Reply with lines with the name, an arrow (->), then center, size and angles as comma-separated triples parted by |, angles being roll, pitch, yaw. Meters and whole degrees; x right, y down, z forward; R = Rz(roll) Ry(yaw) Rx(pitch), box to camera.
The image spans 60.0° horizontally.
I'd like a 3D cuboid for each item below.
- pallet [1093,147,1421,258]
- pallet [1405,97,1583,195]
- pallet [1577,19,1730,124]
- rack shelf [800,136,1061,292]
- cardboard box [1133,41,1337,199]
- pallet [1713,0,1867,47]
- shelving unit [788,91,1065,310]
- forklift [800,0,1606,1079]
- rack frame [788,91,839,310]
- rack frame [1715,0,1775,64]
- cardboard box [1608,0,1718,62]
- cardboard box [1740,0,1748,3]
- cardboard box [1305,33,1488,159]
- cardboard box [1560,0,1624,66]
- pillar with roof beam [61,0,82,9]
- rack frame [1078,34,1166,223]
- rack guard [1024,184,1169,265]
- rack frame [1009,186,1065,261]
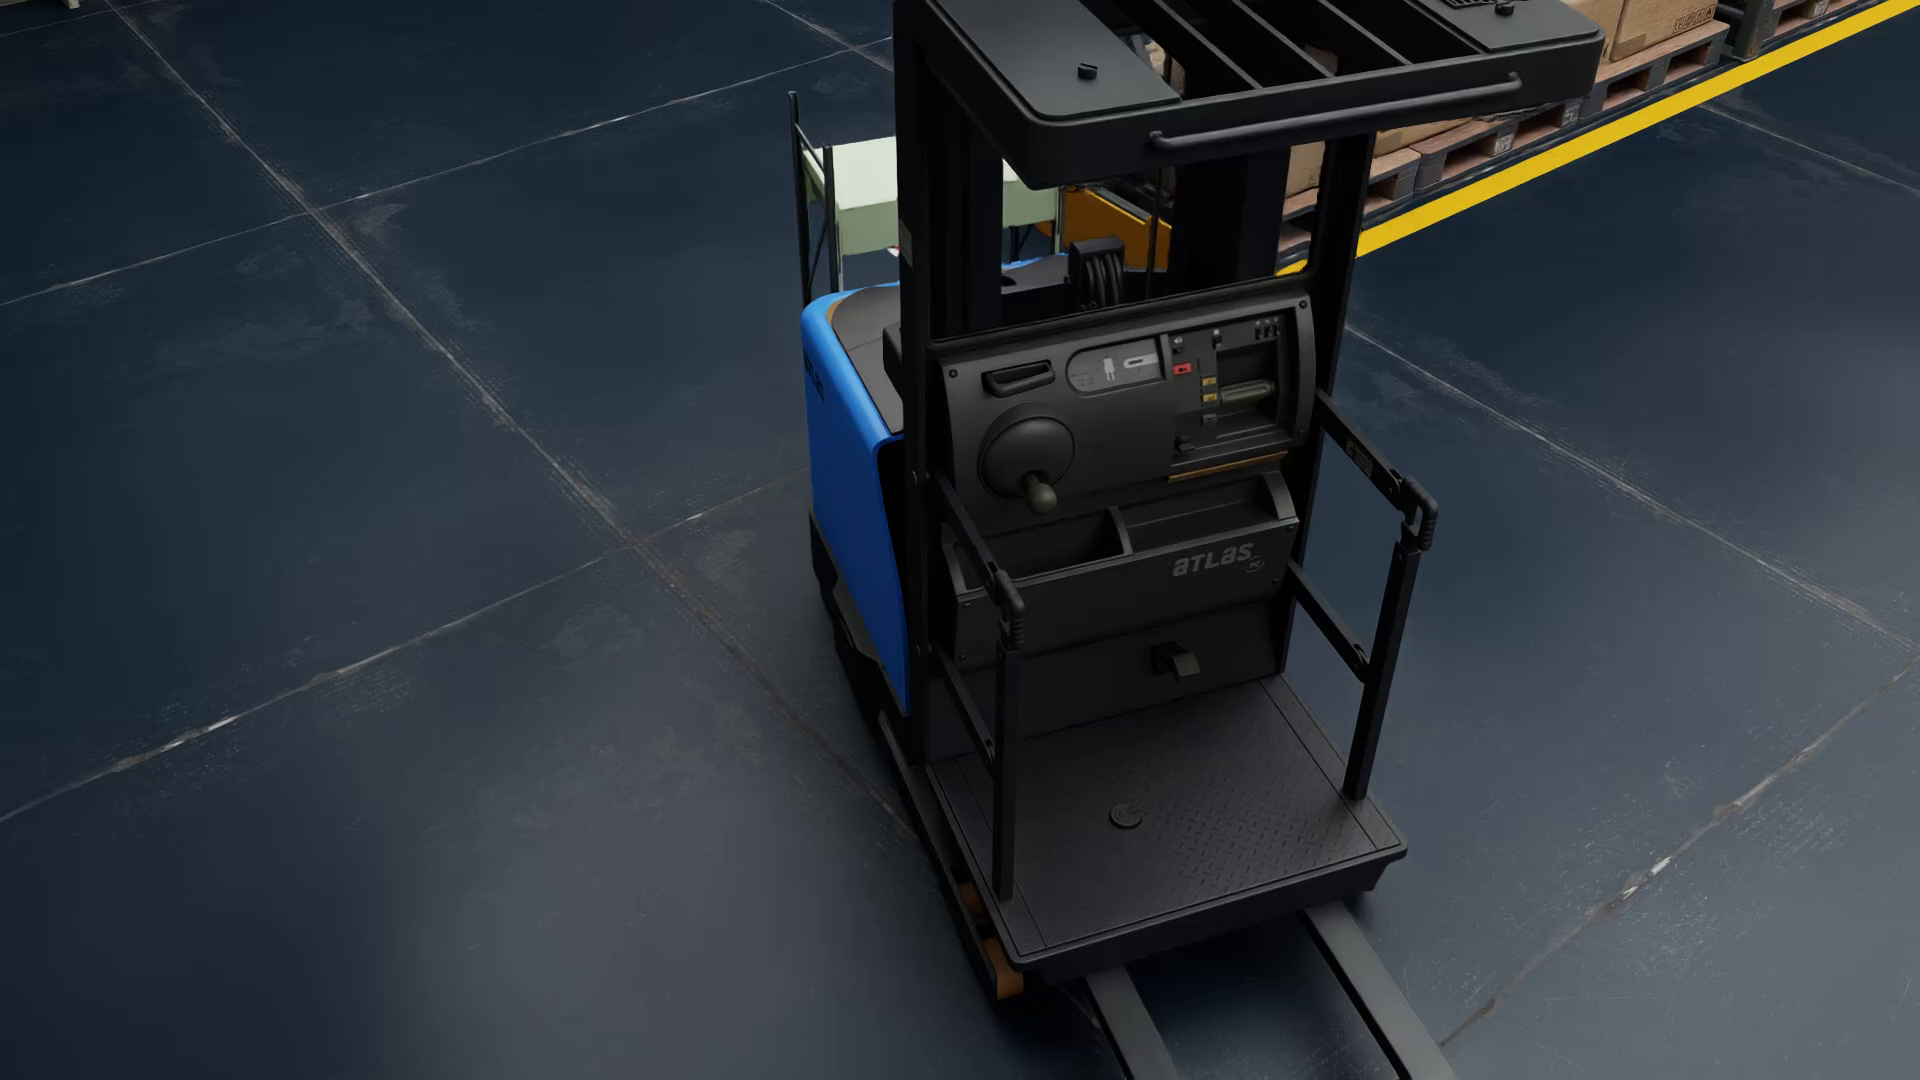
pallet -> 1.323, -1.684, 7.637 | 1.213, 0.211, 1.003 | -26, 46, -28
pallet -> 2.289, -2.153, 8.209 | 1.213, 0.211, 1.003 | -26, 46, -28
pallet -> 3.257, -2.627, 8.787 | 1.213, 0.211, 1.003 | -26, 46, -28
rack shelf -> -0.098, -1.043, 5.224 | 0.720, 0.370, 0.431 | -13, 41, -15
cardboard box -> 1.199, -1.891, 7.380 | 0.875, 0.438, 0.875 | -28, 47, -29
pallet -> 4.474, -3.218, 9.506 | 1.213, 0.211, 1.003 | -26, 46, -28
shelving unit -> -0.098, -0.741, 5.471 | 0.755, 1.500, 0.431 | -13, 41, -15
forklift -> 0.481, -0.244, 3.737 | 1.130, 2.935, 3.031 | -13, 41, -15
rack frame -> -0.442, -0.662, 5.374 | 0.023, 1.500, 0.400 | -13, 41, -15
rack frame -> 3.908, -3.960, 8.212 | 0.127, 3.000, 1.000 | -26, 46, -28
cardboard box -> 3.345, -2.943, 8.662 | 0.875, 0.438, 0.875 | -27, 46, -29
cardboard box -> 4.351, -3.581, 9.094 | 0.875, 0.875, 0.875 | -25, 45, -27
cardboard box -> 1.919, -2.249, 7.816 | 0.875, 0.438, 0.875 | -25, 45, -27
cardboard box -> 2.635, -2.597, 8.240 | 0.875, 0.438, 0.875 | -27, 47, -29
pillar with roof beam -> -2.355, -4.475, 4.110 | 0.400, 9.000, 9.100 | -26, 46, -28
rack frame -> 0.736, -2.414, 6.328 | 0.127, 3.000, 1.000 | -26, 46, -28
rack guard -> 0.717, -1.439, 7.109 | 0.348, 0.500, 1.175 | -26, 46, -28
rack frame -> 0.246, -0.821, 5.568 | 0.023, 1.500, 0.400 | -13, 41, -15
